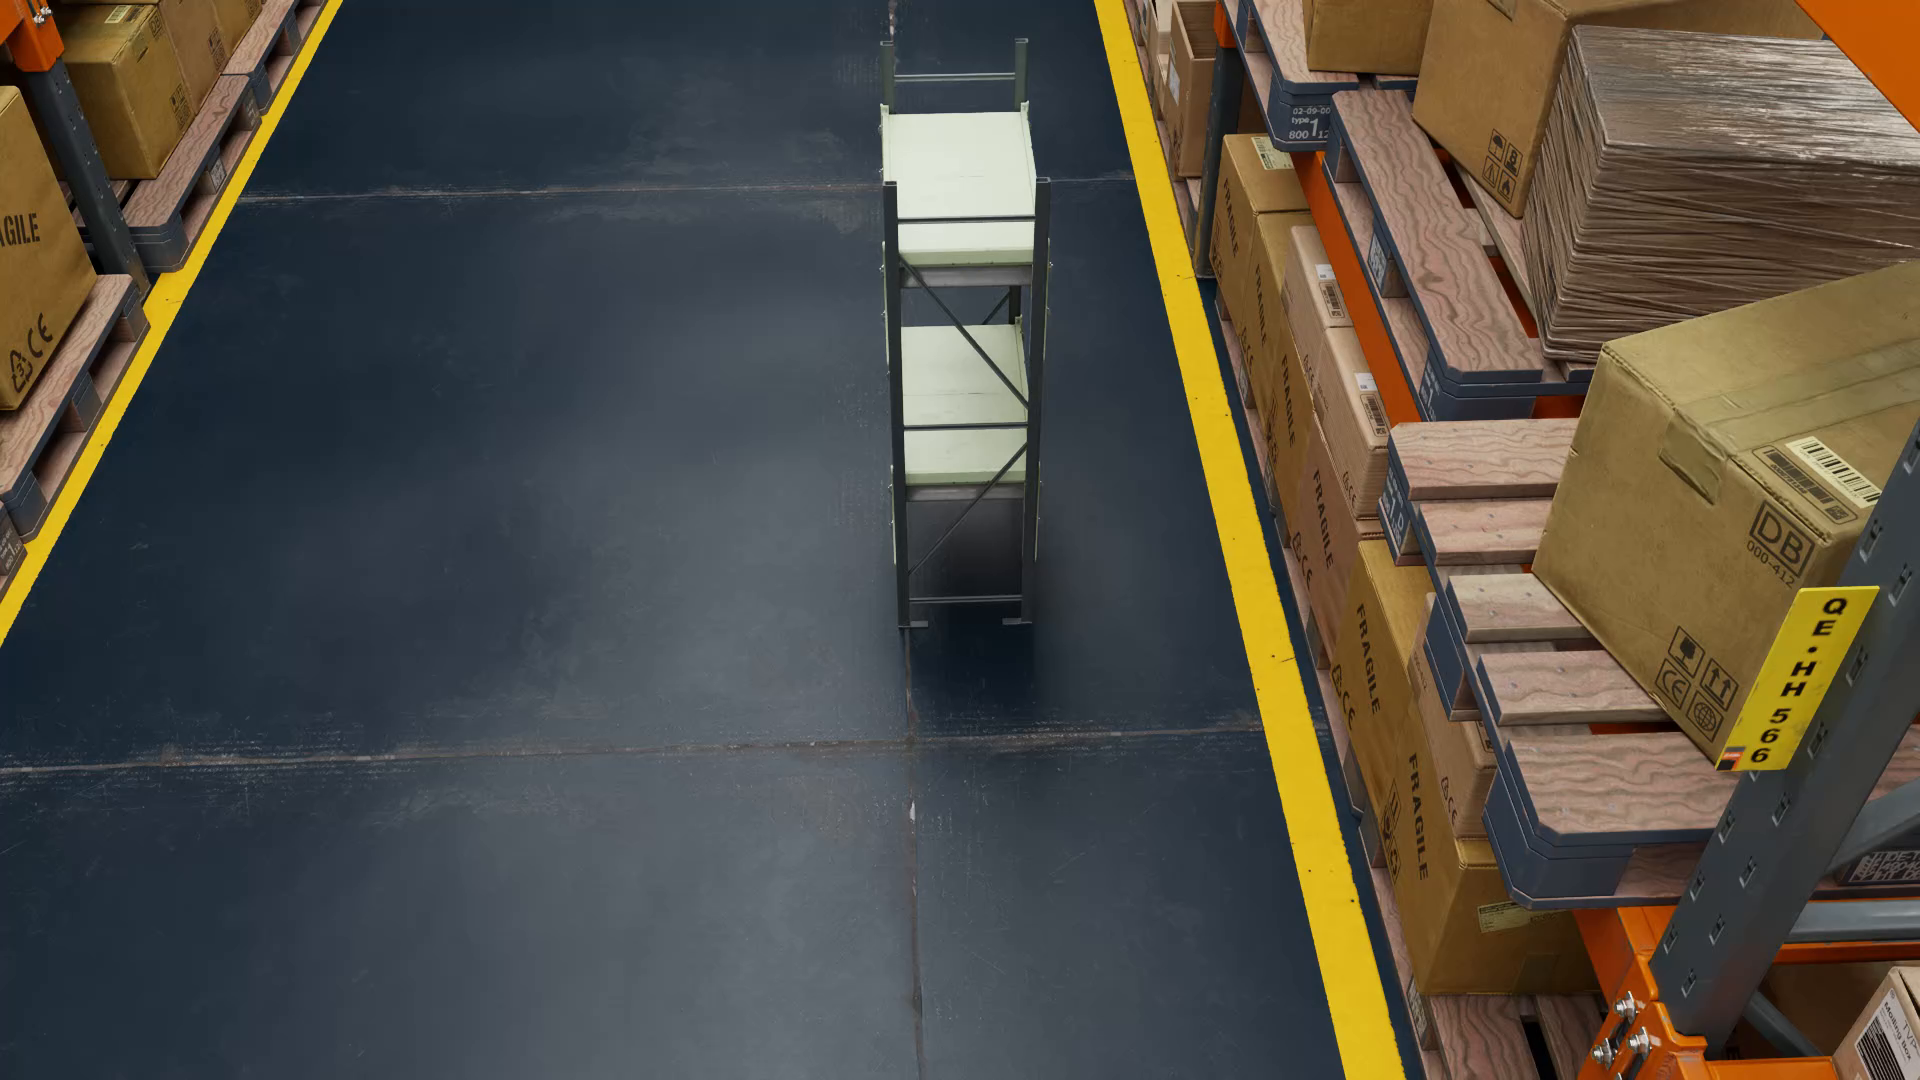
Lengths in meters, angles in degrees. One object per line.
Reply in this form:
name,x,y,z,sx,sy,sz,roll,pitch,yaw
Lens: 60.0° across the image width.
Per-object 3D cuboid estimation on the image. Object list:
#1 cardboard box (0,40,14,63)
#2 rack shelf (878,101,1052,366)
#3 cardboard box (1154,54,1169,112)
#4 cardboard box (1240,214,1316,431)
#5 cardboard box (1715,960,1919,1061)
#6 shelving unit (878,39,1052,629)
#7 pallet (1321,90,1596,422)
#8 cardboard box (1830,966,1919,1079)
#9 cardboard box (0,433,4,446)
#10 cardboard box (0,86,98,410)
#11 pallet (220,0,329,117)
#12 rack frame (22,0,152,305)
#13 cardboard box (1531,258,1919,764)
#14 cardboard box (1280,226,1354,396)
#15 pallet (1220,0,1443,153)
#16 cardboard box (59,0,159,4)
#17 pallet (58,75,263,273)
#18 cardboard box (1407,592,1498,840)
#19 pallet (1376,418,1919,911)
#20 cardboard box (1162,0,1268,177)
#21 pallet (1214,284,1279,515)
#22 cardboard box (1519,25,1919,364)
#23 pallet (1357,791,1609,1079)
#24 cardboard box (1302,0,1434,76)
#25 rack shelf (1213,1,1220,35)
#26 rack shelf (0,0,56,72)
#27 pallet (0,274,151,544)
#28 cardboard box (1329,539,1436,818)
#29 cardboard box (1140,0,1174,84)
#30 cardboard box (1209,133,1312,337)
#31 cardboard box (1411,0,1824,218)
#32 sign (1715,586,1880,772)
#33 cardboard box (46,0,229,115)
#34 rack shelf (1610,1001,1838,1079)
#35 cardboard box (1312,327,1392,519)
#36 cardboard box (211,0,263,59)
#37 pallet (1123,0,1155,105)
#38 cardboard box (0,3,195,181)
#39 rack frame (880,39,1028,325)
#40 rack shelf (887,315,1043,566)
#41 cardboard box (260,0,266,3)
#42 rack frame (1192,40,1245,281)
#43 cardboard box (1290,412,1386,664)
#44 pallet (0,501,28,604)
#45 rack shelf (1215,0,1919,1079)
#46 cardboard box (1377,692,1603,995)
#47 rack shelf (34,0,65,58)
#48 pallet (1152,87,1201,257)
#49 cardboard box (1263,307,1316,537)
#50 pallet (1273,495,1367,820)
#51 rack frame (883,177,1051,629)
cardboard box,-3.674,-1.881,6.141,0.380,0.149,0.250,-2,43,-2
rack shelf,0.000,-0.836,4.475,0.431,0.370,0.720,-2,43,-2
cardboard box,1.013,-1.888,6.874,0.380,0.149,0.250,-2,43,-2
cardboard box,1.207,-0.696,5.314,0.500,0.500,0.500,-1,43,-1
cardboard box,1.833,0.996,3.468,0.500,0.500,0.500,0,43,0
shelving unit,0.000,-0.548,4.738,0.431,1.500,0.755,-2,43,-2
pallet,1.479,-0.690,3.925,1.003,0.211,1.213,-2,43,-2
cardboard box,1.538,0.831,2.189,0.500,0.311,0.500,1,43,1
cardboard box,-3.354,-0.331,4.672,0.750,0.750,0.750,0,43,0
cardboard box,-3.395,-0.931,5.326,0.750,0.750,0.750,-1,43,-1
pallet,-3.562,-2.317,7.622,1.003,0.211,1.213,-2,43,-2
rack frame,-3.553,-2.004,5.216,1.000,3.000,0.127,-2,43,-2
cardboard box,1.427,-0.062,2.713,0.700,0.500,0.500,-15,45,-16
cardboard box,1.216,-0.657,4.716,0.500,0.250,0.500,-2,43,-2
pallet,1.321,-1.535,4.847,1.003,0.211,1.213,-2,43,-2
cardboard box,-3.314,-2.221,6.512,0.380,0.149,0.250,0,43,0
pallet,-3.507,-1.492,6.721,1.003,0.211,1.213,-2,43,-2
cardboard box,1.285,0.372,3.594,0.500,0.250,0.500,0,43,0
pallet,1.467,0.167,2.990,1.213,0.211,1.003,-2,43,-2
cardboard box,1.089,-1.766,6.481,0.500,0.500,0.500,-2,43,-2
pallet,1.469,-0.573,5.719,1.003,0.211,1.213,-2,43,-2
cardboard box,1.579,-0.685,3.392,0.700,0.500,0.500,6,43,6
pallet,1.572,1.075,3.921,1.003,0.211,1.213,-2,43,-2
cardboard box,1.286,-1.552,4.338,0.700,0.500,0.500,5,43,5
rack shelf,1.312,-3.234,7.090,1.077,0.370,4.000,-2,43,-2
rack shelf,-3.468,-0.389,3.986,1.077,0.370,4.000,-2,43,-2
pallet,-3.445,-0.457,5.593,1.003,0.211,1.213,-2,43,-2
cardboard box,1.270,0.337,4.187,0.500,0.500,0.500,-3,43,-3
cardboard box,1.057,-2.202,7.097,0.500,0.311,0.500,-2,43,-2
cardboard box,1.174,-1.056,5.706,0.500,0.500,0.500,-3,43,-4
cardboard box,1.533,-1.149,3.899,0.700,0.500,0.500,-12,44,-13
sign,1.025,0.176,2.040,0.100,0.325,0.005,-2,43,-2
cardboard box,-3.500,-2.084,6.843,0.700,0.500,0.500,-2,43,-2
rack shelf,1.651,2.167,1.198,1.077,0.370,4.000,-2,43,-2
cardboard box,1.238,-0.318,4.347,0.500,0.250,0.500,-2,43,-3
cardboard box,-3.520,-2.431,7.221,0.700,0.500,0.500,-1,43,-1
pallet,1.313,-2.410,7.723,1.003,0.211,1.213,-2,43,-2
cardboard box,-3.482,-1.745,6.473,0.700,0.500,0.500,-1,43,-1
rack frame,-0.015,-0.795,5.008,0.400,1.500,0.023,-2,43,-2
rack shelf,0.000,-0.308,4.959,0.431,0.370,0.720,-2,43,-2
cardboard box,-3.549,-2.791,7.614,0.700,0.500,0.500,-3,43,-3
rack frame,1.396,-2.149,5.374,1.000,3.000,0.127,-2,43,-2
cardboard box,1.242,-0.017,4.573,0.500,0.500,0.500,-3,43,-3
pallet,-3.390,0.368,4.692,1.003,0.211,1.213,-2,43,-2
rack shelf,1.481,-0.533,4.144,1.077,0.370,4.000,-2,43,-2
cardboard box,1.292,0.686,3.806,0.500,0.500,0.500,0,43,0
rack shelf,-3.638,-3.089,6.932,1.077,0.370,4.000,-2,43,-2
pallet,1.368,-1.584,6.822,1.003,0.211,1.213,-2,43,-2
cardboard box,1.221,-0.358,4.945,0.500,0.500,0.500,-1,43,-1
pallet,1.524,0.253,4.818,1.003,0.211,1.213,-2,43,-2
rack frame,0.016,-0.301,4.469,0.400,1.500,0.023,-2,43,-2
